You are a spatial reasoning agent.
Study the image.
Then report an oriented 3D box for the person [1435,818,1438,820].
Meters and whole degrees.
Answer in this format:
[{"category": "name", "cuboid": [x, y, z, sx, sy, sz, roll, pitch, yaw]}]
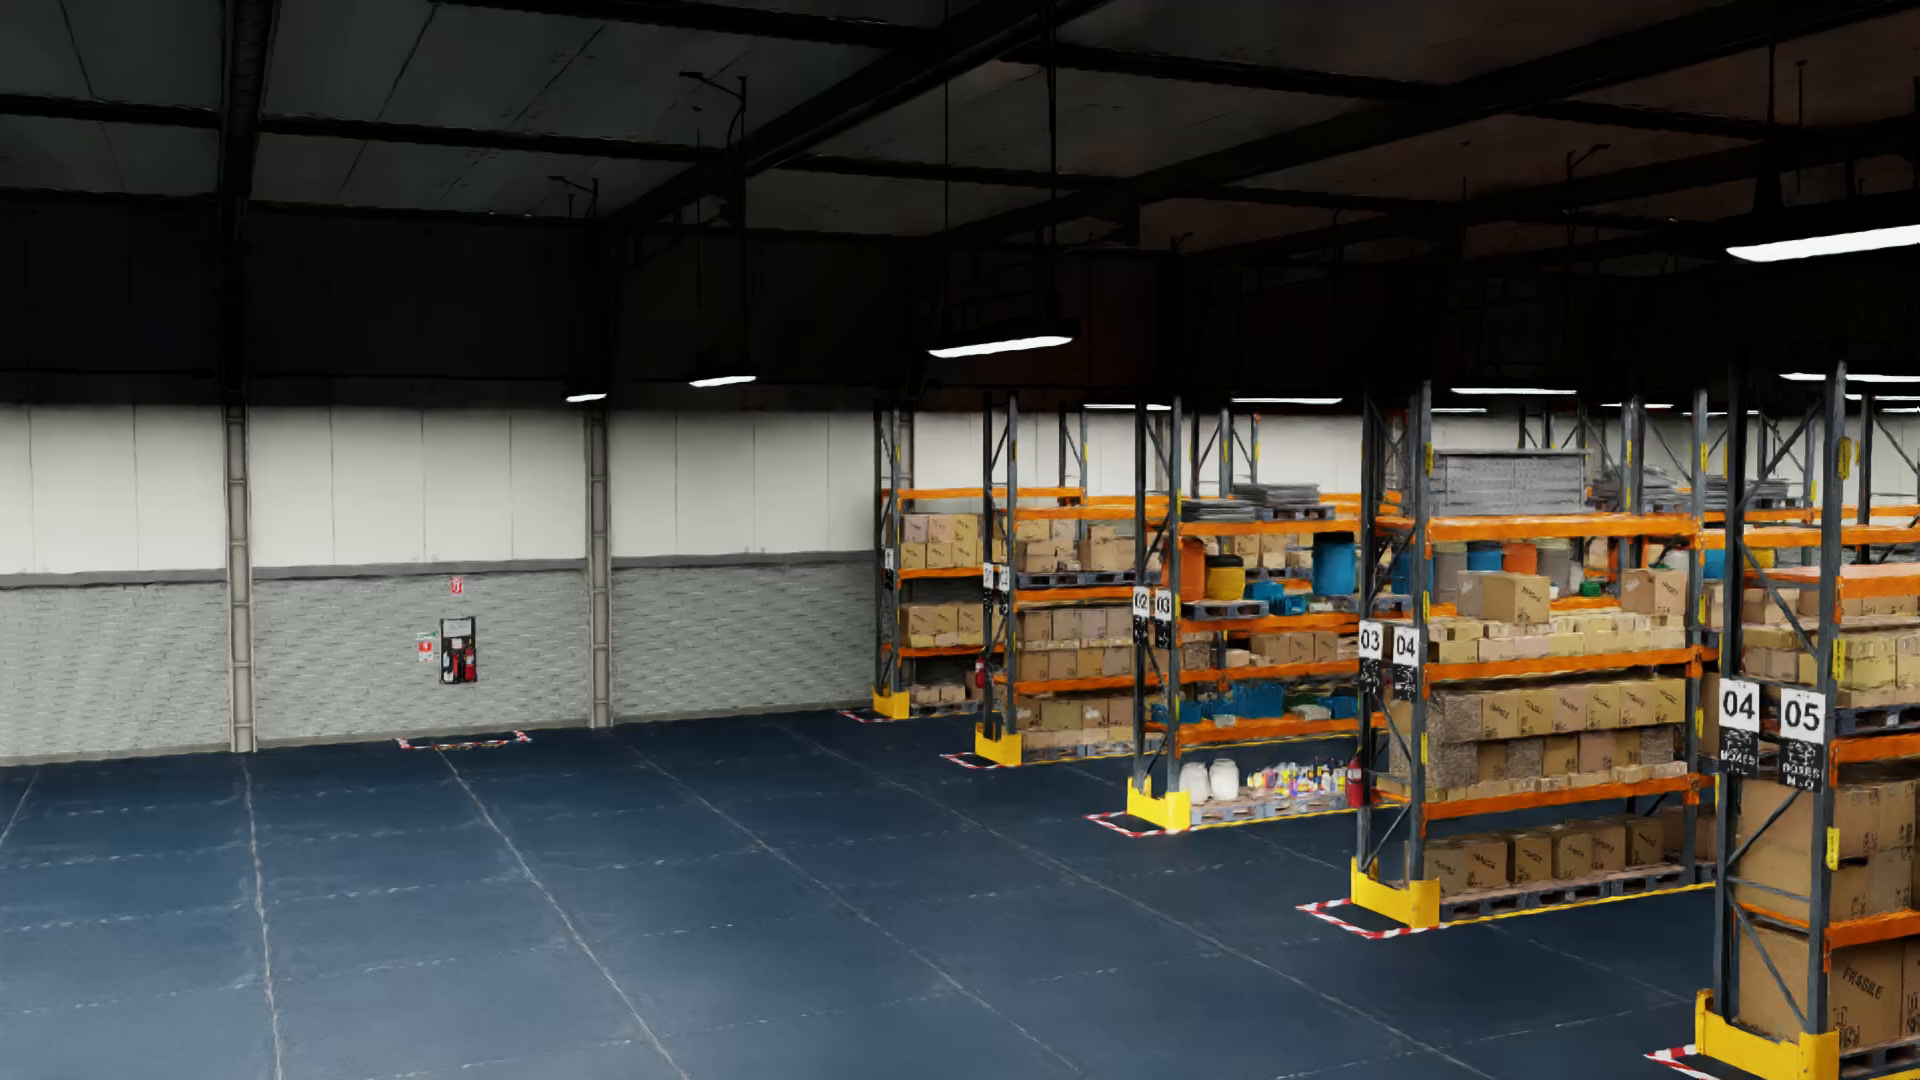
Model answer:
[{"category": "person", "cuboid": [6.781, 2.936, 22.964, 0.931, 1.647, 0.546, -2, 4, -26]}]
